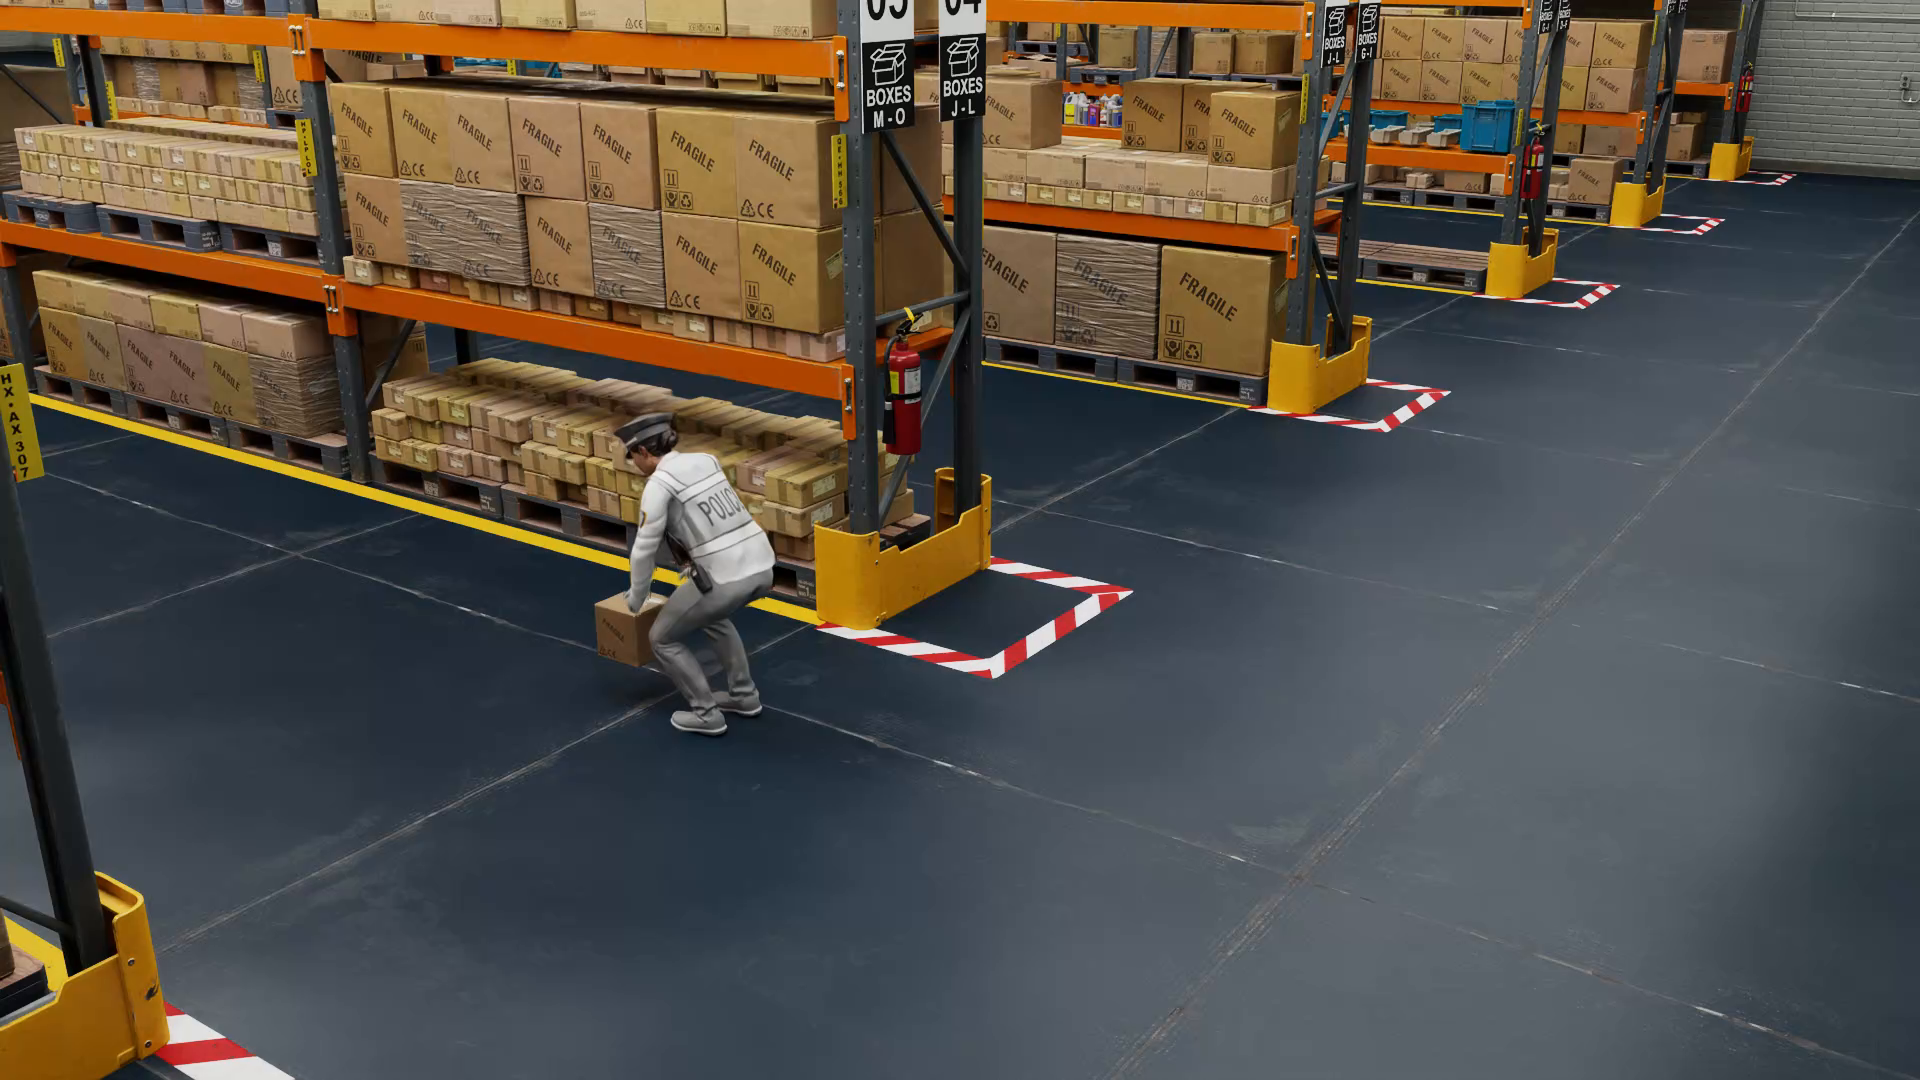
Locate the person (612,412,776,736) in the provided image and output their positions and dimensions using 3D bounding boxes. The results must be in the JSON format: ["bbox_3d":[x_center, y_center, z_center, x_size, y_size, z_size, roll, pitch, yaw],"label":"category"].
[{"bbox_3d":[-1.142,0.145,7.107,0.708,1.376,0.535,13,24,32],"label":"person"}]
